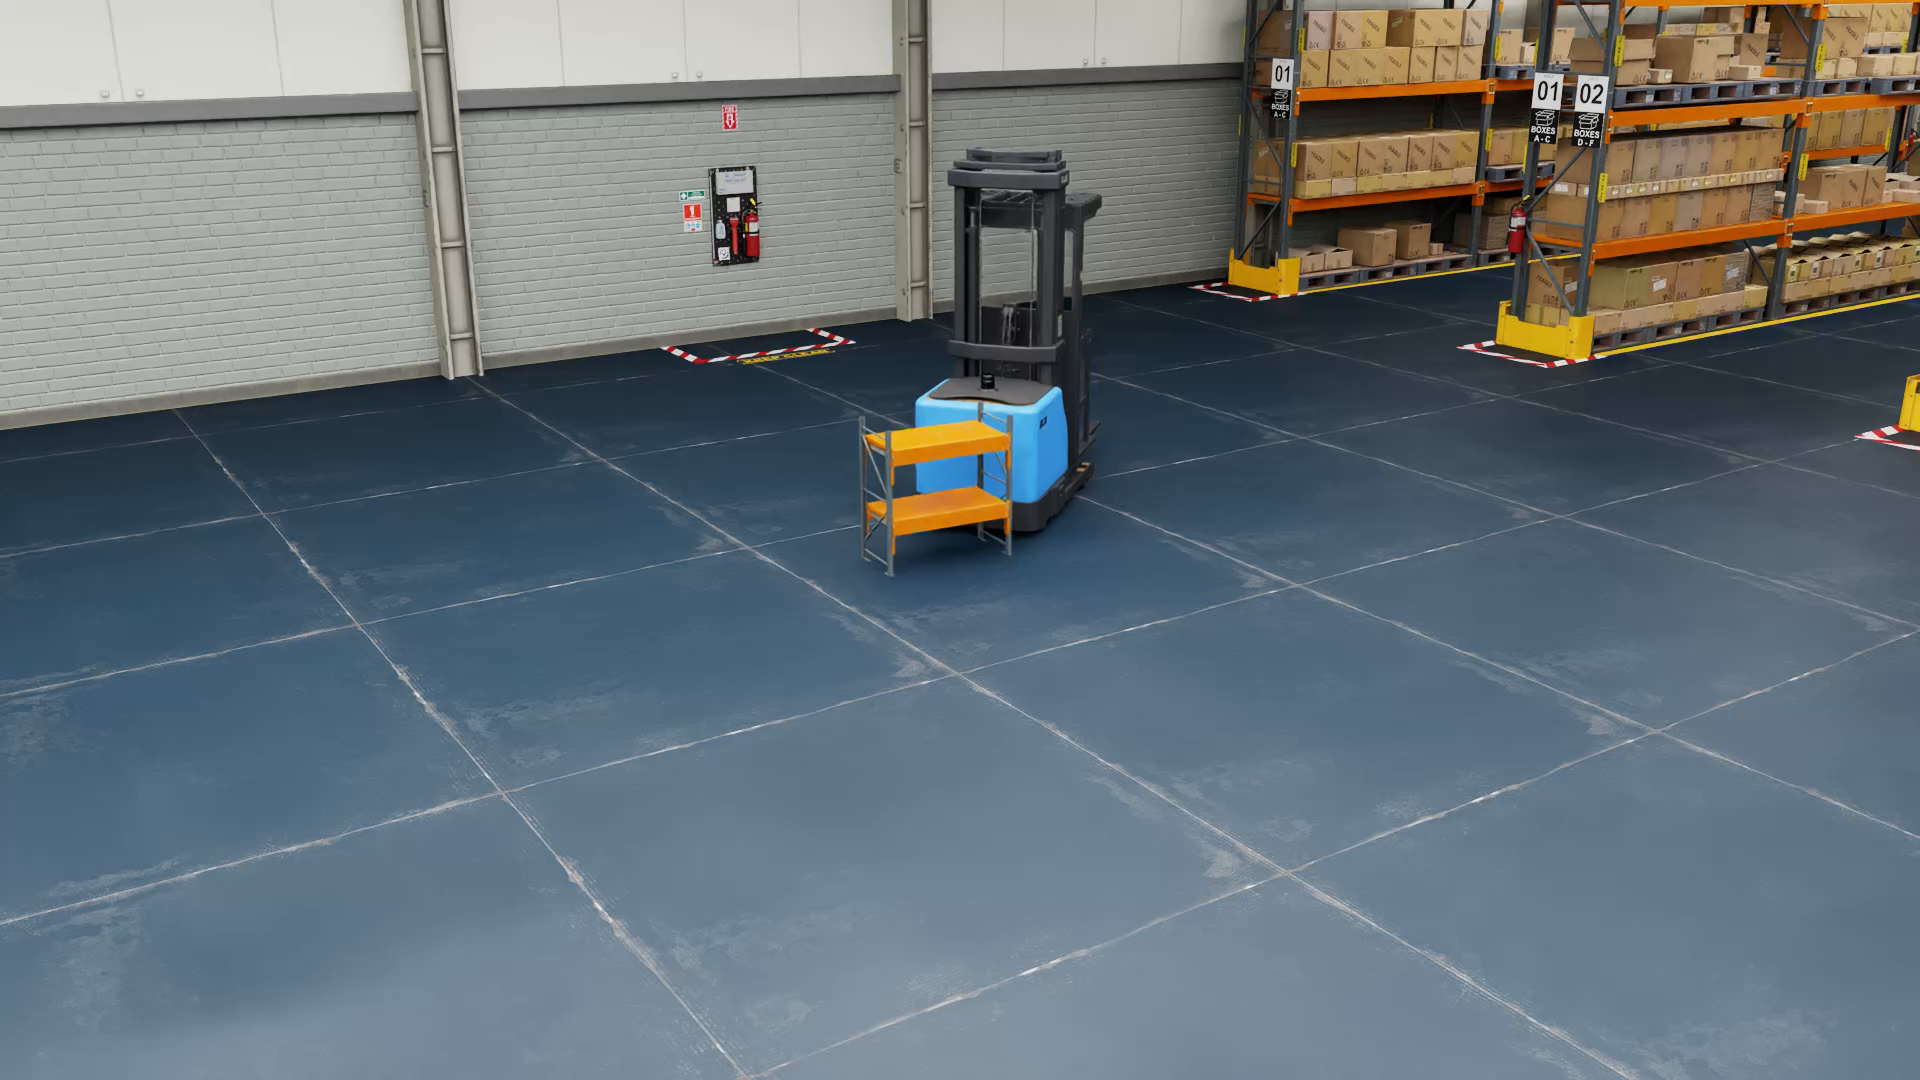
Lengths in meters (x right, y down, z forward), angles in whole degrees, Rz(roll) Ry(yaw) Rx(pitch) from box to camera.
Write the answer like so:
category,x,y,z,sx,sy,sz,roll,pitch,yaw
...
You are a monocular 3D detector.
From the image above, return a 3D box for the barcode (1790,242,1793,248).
category,x,y,z,sx,sy,sz,roll,pitch,yaw
barcode,10.812,-3.836,21.625,0.075,0.075,0.001,-12,22,-31

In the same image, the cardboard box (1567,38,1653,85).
category,x,y,z,sx,sy,sz,roll,pitch,yaw
cardboard box,7.512,-5.554,19.271,0.637,0.503,0.797,-10,21,-28

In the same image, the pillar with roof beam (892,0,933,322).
category,x,y,z,sx,sy,sz,roll,pitch,yaw
pillar with roof beam,1.767,-6.031,17.035,0.400,9.000,9.100,-12,22,-31

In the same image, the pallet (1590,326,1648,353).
category,x,y,z,sx,sy,sz,roll,pitch,yaw
pallet,7.645,-2.544,20.439,1.213,0.211,1.003,-12,22,-31

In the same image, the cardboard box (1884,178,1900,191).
category,x,y,z,sx,sy,sz,roll,pitch,yaw
cardboard box,12.857,-4.980,23.431,0.500,0.311,0.500,-12,22,-32

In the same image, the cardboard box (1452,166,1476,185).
category,x,y,z,sx,sy,sz,roll,pitch,yaw
cardboard box,7.414,-5.522,25.097,0.500,0.250,0.500,-12,22,-31

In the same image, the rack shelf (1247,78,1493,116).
category,x,y,z,sx,sy,sz,roll,pitch,yaw
rack shelf,5.972,-6.476,24.155,4.000,0.370,1.077,-12,22,-31

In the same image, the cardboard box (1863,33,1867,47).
category,x,y,z,sx,sy,sz,roll,pitch,yaw
cardboard box,15.904,-8.983,29.870,0.500,0.250,0.500,-13,22,-33

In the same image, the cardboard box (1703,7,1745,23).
category,x,y,z,sx,sy,sz,roll,pitch,yaw
cardboard box,13.064,-8.968,28.389,0.500,0.250,0.500,-13,22,-33

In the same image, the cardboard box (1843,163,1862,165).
category,x,y,z,sx,sy,sz,roll,pitch,yaw
cardboard box,17.129,-7.109,31.823,0.250,0.149,0.380,-12,22,-31

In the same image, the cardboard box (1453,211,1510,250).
category,x,y,z,sx,sy,sz,roll,pitch,yaw
cardboard box,8.248,-4.906,26.289,0.500,0.500,0.700,-11,22,-30

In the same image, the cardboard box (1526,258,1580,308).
category,x,y,z,sx,sy,sz,roll,pitch,yaw
cardboard box,7.314,-3.144,20.329,0.500,0.500,0.500,-12,22,-31

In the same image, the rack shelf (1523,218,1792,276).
category,x,y,z,sx,sy,sz,roll,pitch,yaw
rack shelf,8.700,-3.730,20.718,4.000,0.370,1.077,-12,22,-31

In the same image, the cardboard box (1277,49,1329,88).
category,x,y,z,sx,sy,sz,roll,pitch,yaw
cardboard box,4.719,-6.513,22.955,0.500,0.500,0.500,-11,22,-30

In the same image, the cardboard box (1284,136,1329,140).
category,x,y,z,sx,sy,sz,roll,pitch,yaw
cardboard box,5.004,-5.563,24.047,0.500,0.500,0.500,-12,22,-31

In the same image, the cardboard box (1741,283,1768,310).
category,x,y,z,sx,sy,sz,roll,pitch,yaw
cardboard box,10.103,-3.180,21.604,0.500,0.250,0.500,-12,22,-31

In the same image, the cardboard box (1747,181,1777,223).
category,x,y,z,sx,sy,sz,roll,pitch,yaw
cardboard box,10.003,-4.391,21.393,0.500,0.500,0.700,-13,22,-33

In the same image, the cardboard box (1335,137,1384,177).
category,x,y,z,sx,sy,sz,roll,pitch,yaw
cardboard box,5.719,-5.514,23.904,0.500,0.500,0.500,-13,22,-33

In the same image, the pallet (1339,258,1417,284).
category,x,y,z,sx,sy,sz,roll,pitch,yaw
pallet,6.081,-4.083,24.992,1.213,0.211,1.003,-12,22,-31

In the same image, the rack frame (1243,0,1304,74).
category,x,y,z,sx,sy,sz,roll,pitch,yaw
rack frame,4.302,-7.885,22.518,0.127,3.000,1.000,-12,22,-31

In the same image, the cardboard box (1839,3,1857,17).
category,x,y,z,sx,sy,sz,roll,pitch,yaw
cardboard box,15.499,-9.251,29.493,0.500,0.500,0.500,-12,22,-33

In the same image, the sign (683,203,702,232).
category,x,y,z,sx,sy,sz,roll,pitch,yaw
sign,-3.204,-3.863,19.932,0.234,0.329,0.001,-12,22,-31

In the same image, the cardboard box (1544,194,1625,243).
category,x,y,z,sx,sy,sz,roll,pitch,yaw
cardboard box,7.426,-3.845,19.778,0.500,0.500,0.700,-12,22,-31

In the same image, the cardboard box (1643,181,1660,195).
category,x,y,z,sx,sy,sz,roll,pitch,yaw
cardboard box,8.116,-4.220,19.873,0.250,0.149,0.380,-12,22,-32

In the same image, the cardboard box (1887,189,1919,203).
category,x,y,z,sx,sy,sz,roll,pitch,yaw
cardboard box,13.112,-4.777,23.082,0.250,0.149,0.380,-12,22,-31

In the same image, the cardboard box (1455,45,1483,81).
category,x,y,z,sx,sy,sz,roll,pitch,yaw
cardboard box,7.355,-7.070,24.603,0.500,0.500,0.500,-11,22,-30

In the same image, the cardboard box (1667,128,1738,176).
category,x,y,z,sx,sy,sz,roll,pitch,yaw
cardboard box,9.163,-4.828,20.660,0.500,0.500,0.700,-12,22,-31

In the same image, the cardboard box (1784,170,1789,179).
category,x,y,z,sx,sy,sz,roll,pitch,yaw
cardboard box,15.433,-6.751,30.764,0.250,0.149,0.380,-13,22,-33

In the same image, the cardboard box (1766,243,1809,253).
category,x,y,z,sx,sy,sz,roll,pitch,yaw
cardboard box,11.400,-3.914,22.900,0.500,0.311,0.500,-12,22,-32

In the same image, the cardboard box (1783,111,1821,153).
category,x,y,z,sx,sy,sz,roll,pitch,yaw
cardboard box,14.786,-7.390,29.952,0.700,0.700,0.980,-12,22,-31

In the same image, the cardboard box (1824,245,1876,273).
category,x,y,z,sx,sy,sz,roll,pitch,yaw
cardboard box,12.136,-3.863,22.749,0.500,0.311,0.500,-11,22,-30

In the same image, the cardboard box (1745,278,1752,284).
category,x,y,z,sx,sy,sz,roll,pitch,yaw
cardboard box,10.557,-3.470,22.464,0.500,0.250,0.500,-12,22,-32

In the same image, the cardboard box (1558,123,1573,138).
category,x,y,z,sx,sy,sz,roll,pitch,yaw
cardboard box,9.568,-6.397,26.640,0.500,0.500,0.700,-12,22,-31

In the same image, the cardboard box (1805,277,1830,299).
category,x,y,z,sx,sy,sz,roll,pitch,yaw
cardboard box,11.271,-3.414,22.298,0.500,0.250,0.500,-11,22,-30

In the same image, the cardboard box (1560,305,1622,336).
category,x,y,z,sx,sy,sz,roll,pitch,yaw
cardboard box,7.600,-2.650,20.038,0.500,0.250,0.500,-12,22,-31

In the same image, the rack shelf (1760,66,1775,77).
category,x,y,z,sx,sy,sz,roll,pitch,yaw
rack shelf,12.654,-7.885,28.323,4.000,0.370,1.077,-12,22,-31

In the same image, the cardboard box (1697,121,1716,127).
category,x,y,z,sx,sy,sz,roll,pitch,yaw
cardboard box,12.387,-6.844,28.153,0.500,0.500,0.500,-12,22,-32

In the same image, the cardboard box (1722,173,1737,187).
category,x,y,z,sx,sy,sz,roll,pitch,yaw
cardboard box,9.410,-4.494,20.685,0.250,0.149,0.380,-12,22,-32

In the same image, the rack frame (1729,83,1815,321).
category,x,y,z,sx,sy,sz,roll,pitch,yaw
rack frame,10.370,-4.423,21.645,0.127,3.000,1.000,-12,22,-31

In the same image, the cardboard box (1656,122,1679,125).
category,x,y,z,sx,sy,sz,roll,pitch,yaw
cardboard box,11.528,-7.021,27.507,0.500,0.250,0.500,-11,22,-30

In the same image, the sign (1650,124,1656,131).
category,x,y,z,sx,sy,sz,roll,pitch,yaw
sign,11.290,-6.820,27.049,0.005,0.325,0.100,-12,22,-31

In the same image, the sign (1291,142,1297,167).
category,x,y,z,sx,sy,sz,roll,pitch,yaw
sign,4.600,-5.308,22.911,0.005,0.325,0.100,-12,22,-31

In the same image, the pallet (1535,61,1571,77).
category,x,y,z,sx,sy,sz,roll,pitch,yaw
pallet,9.081,-7.343,25.892,1.003,0.211,1.213,-12,22,-31

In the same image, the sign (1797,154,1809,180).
category,x,y,z,sx,sy,sz,roll,pitch,yaw
sign,10.677,-4.723,21.055,0.005,0.325,0.100,-12,22,-31

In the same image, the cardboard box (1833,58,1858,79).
category,x,y,z,sx,sy,sz,roll,pitch,yaw
cardboard box,11.347,-6.176,21.723,0.500,0.250,0.500,-15,24,-37

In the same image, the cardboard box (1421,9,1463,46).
category,x,y,z,sx,sy,sz,roll,pitch,yaw
cardboard box,6.919,-7.438,24.132,0.500,0.500,0.500,-11,21,-28

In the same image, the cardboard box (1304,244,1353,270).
category,x,y,z,sx,sy,sz,roll,pitch,yaw
cardboard box,5.405,-4.176,24.425,0.500,0.311,0.500,-10,21,-27

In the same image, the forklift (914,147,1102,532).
category,x,y,z,sx,sy,sz,roll,pitch,yaw
forklift,0.562,-1.890,14.259,1.130,2.935,3.031,6,20,17

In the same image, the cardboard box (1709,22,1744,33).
category,x,y,z,sx,sy,sz,roll,pitch,yaw
cardboard box,13.099,-8.593,28.451,0.500,0.500,0.700,-12,22,-32

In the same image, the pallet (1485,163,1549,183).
category,x,y,z,sx,sy,sz,roll,pitch,yaw
pallet,8.361,-5.753,25.876,1.213,0.211,1.003,-12,22,-31

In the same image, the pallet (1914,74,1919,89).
category,x,y,z,sx,sy,sz,roll,pitch,yaw
pallet,13.193,-6.316,22.855,1.003,0.211,1.213,-11,21,-29

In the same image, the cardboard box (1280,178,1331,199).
category,x,y,z,sx,sy,sz,roll,pitch,yaw
cardboard box,4.884,-4.983,23.502,0.500,0.250,0.500,-13,22,-33

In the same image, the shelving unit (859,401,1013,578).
category,x,y,z,sx,sy,sz,roll,pitch,yaw
shelving unit,-0.179,-0.401,12.676,1.048,1.125,0.538,-10,21,-27

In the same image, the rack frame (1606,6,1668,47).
category,x,y,z,sx,sy,sz,roll,pitch,yaw
rack frame,10.983,-9.294,26.686,0.127,3.000,1.000,-12,22,-31

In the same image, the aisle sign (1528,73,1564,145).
category,x,y,z,sx,sy,sz,roll,pitch,yaw
aisle sign,6.813,-5.017,19.343,0.004,0.787,0.394,-12,22,-31
